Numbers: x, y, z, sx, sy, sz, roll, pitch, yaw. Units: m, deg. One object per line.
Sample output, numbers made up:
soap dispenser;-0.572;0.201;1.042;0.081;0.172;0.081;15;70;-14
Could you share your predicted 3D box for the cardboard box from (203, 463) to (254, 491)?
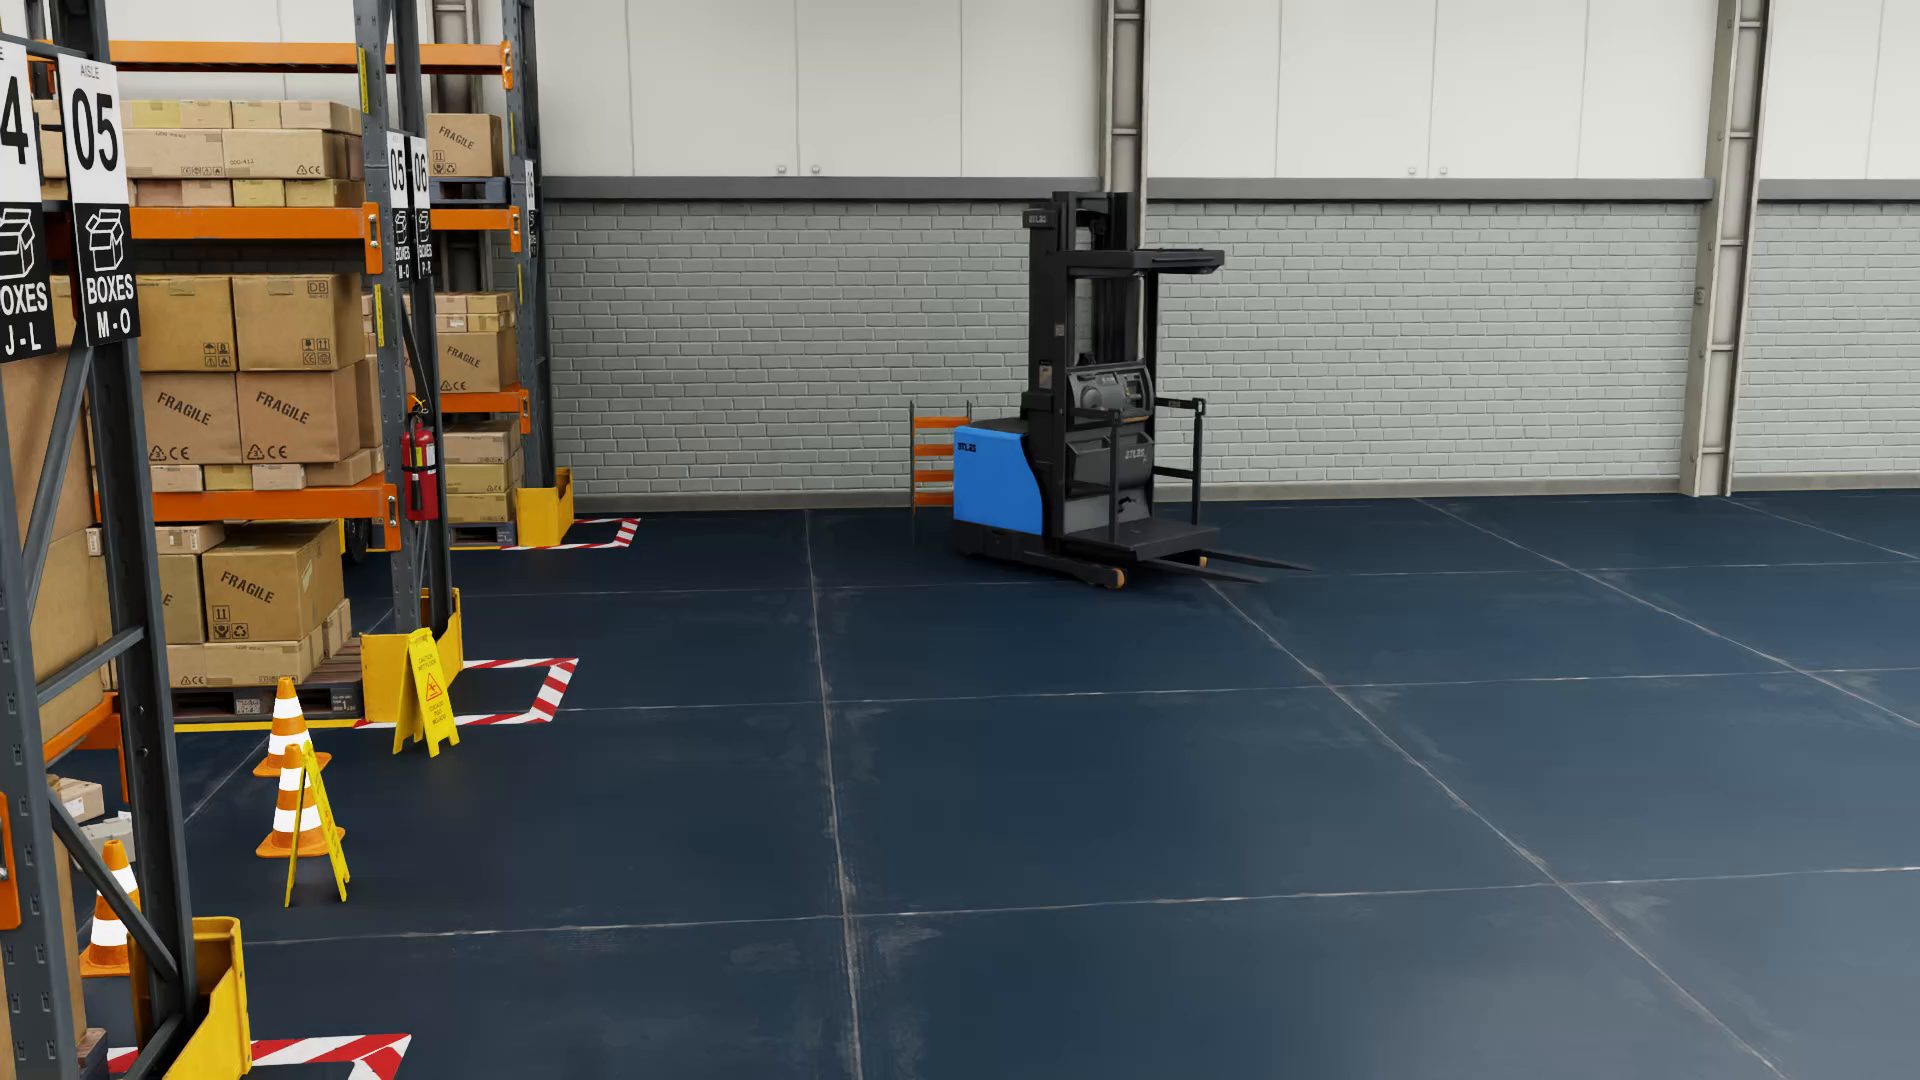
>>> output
cardboard box;-3.967;-0.374;9.146;0.250;0.149;0.380;-1;11;-7

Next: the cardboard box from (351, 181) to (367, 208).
cardboard box;-3.486;-1.978;9.528;0.250;0.149;0.380;-1;11;-6

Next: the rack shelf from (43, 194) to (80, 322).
rack shelf;-4.474;-0.704;4.262;4.000;0.370;1.077;-1;11;-6

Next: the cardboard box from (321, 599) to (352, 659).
cardboard box;-3.953;0.533;9.921;0.500;0.250;0.500;-1;11;-7

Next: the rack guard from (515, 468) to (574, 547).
rack guard;-3.637;-0.300;14.597;0.348;0.500;1.175;-1;11;-6

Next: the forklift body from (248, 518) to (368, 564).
forklift body;-5.349;-0.720;12.454;1.214;2.155;2.313;-1;11;-6

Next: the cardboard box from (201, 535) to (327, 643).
cardboard box;-3.889;0.268;9.325;0.500;0.500;0.500;-1;11;-6

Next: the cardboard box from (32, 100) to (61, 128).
cardboard box;-4.702;-2.244;8.813;0.250;0.149;0.380;-2;11;-8

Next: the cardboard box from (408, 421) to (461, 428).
cardboard box;-4.655;-0.888;14.559;0.500;0.250;0.500;-1;11;-6

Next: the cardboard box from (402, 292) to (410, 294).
cardboard box;-4.790;-2.064;14.377;0.250;0.149;0.380;-1;11;-6

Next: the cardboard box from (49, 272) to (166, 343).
cardboard box;-4.605;-1.168;8.909;0.500;0.500;0.700;-1;11;-7

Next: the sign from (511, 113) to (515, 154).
sign;-3.616;-3.289;13.455;0.005;0.325;0.100;-1;11;-6

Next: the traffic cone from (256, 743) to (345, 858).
traffic cone;-2.951;1.133;7.406;0.334;0.463;0.336;-1;11;-6

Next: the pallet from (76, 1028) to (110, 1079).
pallet;-3.273;1.773;4.802;1.213;0.211;1.003;-1;11;-6

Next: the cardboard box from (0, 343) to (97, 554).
cardboard box;-2.859;-0.230;4.573;0.550;0.550;0.875;-1;11;-6

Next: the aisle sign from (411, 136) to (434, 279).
aisle sign;-3.093;-1.910;9.570;0.004;0.787;0.394;-1;11;-6

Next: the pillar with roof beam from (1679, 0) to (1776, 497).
pillar with roof beam;7.944;-4.052;11.652;0.400;9.000;9.100;-1;11;-6

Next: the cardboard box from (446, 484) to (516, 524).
cardboard box;-4.094;-0.312;14.220;0.500;0.250;0.500;-1;11;-6

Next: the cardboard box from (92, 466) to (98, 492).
cardboard box;-4.734;-0.362;9.084;0.250;0.149;0.380;-1;11;-7

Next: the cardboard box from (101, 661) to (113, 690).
cardboard box;-4.931;0.659;9.280;0.500;0.250;0.500;-2;11;-8

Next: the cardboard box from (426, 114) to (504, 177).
cardboard box;-4.075;-3.246;13.719;0.500;0.500;0.500;-1;11;-4

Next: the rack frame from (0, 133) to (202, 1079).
rack frame;-2.486;0.373;4.694;0.127;3.000;1.000;-1;11;-6

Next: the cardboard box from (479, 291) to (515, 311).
cardboard box;-4.018;-2.073;14.425;0.250;0.149;0.380;-1;11;-7

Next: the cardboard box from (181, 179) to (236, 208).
cardboard box;-3.957;-1.851;8.882;0.250;0.149;0.380;-1;11;-4

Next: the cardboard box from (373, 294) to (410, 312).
cardboard box;-4.749;-1.979;13.944;0.250;0.149;0.380;-1;11;-6

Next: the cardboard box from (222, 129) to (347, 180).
cardboard box;-3.601;-2.056;8.891;0.500;0.250;0.500;-1;11;-7

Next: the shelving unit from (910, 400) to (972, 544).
shelving unit;-0.165;-0.585;14.235;0.503;1.200;0.258;-1;11;-6

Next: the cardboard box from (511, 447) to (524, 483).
cardboard box;-4.151;-0.658;14.682;0.500;0.250;0.500;-1;11;-5

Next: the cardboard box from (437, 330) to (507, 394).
cardboard box;-4.122;-1.514;14.035;0.500;0.500;0.500;-1;11;-7

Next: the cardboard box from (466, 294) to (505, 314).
cardboard box;-3.994;-1.991;14.009;0.250;0.149;0.380;-1;11;-6

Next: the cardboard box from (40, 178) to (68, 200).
cardboard box;-4.722;-1.840;8.827;0.250;0.149;0.380;-2;11;-8

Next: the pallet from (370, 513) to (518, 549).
pallet;-4.417;-0.134;14.500;1.213;0.211;1.003;-1;11;-6

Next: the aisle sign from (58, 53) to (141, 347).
aisle sign;-2.448;-0.961;4.743;0.004;0.787;0.394;-1;11;-6

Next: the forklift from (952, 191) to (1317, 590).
forklift;1.317;-1.175;12.745;1.130;2.935;3.031;-11;15;-43

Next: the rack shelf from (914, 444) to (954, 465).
rack shelf;-0.165;-0.739;14.205;0.480;0.148;0.258;-1;11;-6

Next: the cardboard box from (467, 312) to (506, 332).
cardboard box;-3.975;-1.832;13.971;0.250;0.149;0.380;-1;11;-5

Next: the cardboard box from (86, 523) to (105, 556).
cardboard box;-4.760;-0.020;9.108;0.250;0.149;0.380;-1;11;-4

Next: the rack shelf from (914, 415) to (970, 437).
rack shelf;-0.165;-0.971;14.159;0.480;0.148;0.258;-1;11;-6

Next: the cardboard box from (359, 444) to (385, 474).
cardboard box;-3.481;-0.483;9.702;0.250;0.149;0.380;-1;11;-6

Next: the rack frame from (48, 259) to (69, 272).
rack frame;-7.637;-1.442;13.929;0.127;3.000;1.000;-1;11;-6

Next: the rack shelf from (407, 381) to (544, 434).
rack shelf;-5.649;-1.131;14.211;4.000;0.370;1.077;-1;11;-6

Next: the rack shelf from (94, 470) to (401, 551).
rack shelf;-5.109;-0.179;9.369;4.000;0.370;1.077;-1;11;-6

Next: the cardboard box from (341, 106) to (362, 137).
cardboard box;-3.496;-2.345;9.331;0.250;0.149;0.380;-1;11;-6

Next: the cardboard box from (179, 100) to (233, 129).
cardboard box;-3.938;-2.243;8.811;0.250;0.149;0.380;-1;11;-7

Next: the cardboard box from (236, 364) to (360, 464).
cardboard box;-3.631;-0.705;9.147;0.500;0.500;0.500;-1;11;-7

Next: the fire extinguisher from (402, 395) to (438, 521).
fire extinguisher;-2.958;-0.450;9.082;0.183;0.674;0.296;-1;11;-6

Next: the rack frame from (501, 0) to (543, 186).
rack frame;-3.661;-4.469;13.774;0.127;3.000;1.000;-1;11;-6
